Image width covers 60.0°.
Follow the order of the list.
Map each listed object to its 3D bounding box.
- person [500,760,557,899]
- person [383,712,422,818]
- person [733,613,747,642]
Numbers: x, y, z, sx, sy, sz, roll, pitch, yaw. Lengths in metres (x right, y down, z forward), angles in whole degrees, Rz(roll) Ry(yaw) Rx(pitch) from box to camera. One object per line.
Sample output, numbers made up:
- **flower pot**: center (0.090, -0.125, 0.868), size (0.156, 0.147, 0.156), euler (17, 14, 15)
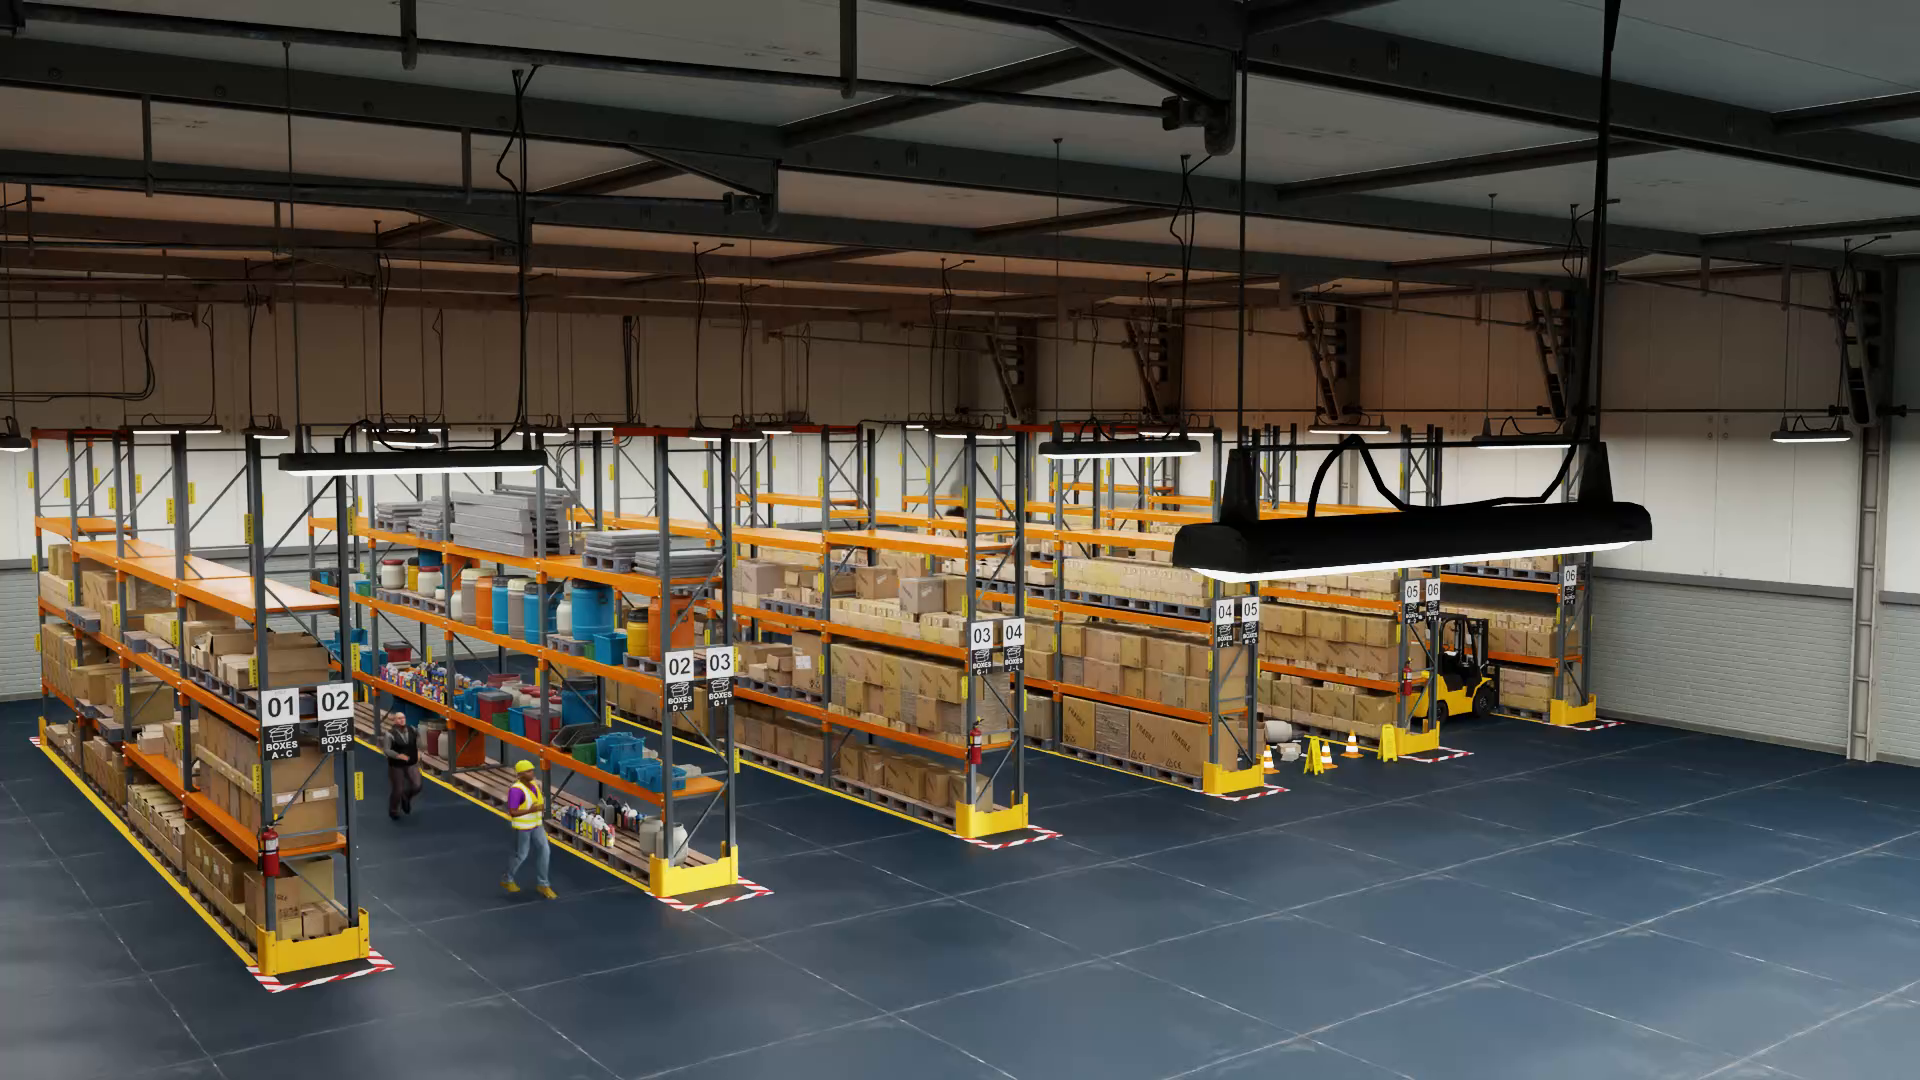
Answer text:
- **person**: center (-5.628, 3.749, 21.546), size (0.775, 1.819, 0.683), euler (2, 5, 24)
- **person**: center (-8.552, 3.472, 25.601), size (0.675, 1.676, 0.764), euler (-4, 6, -40)
- **person**: center (-5.466, 2.203, 41.426), size (0.958, 1.786, 0.702), euler (-2, 5, -22)
